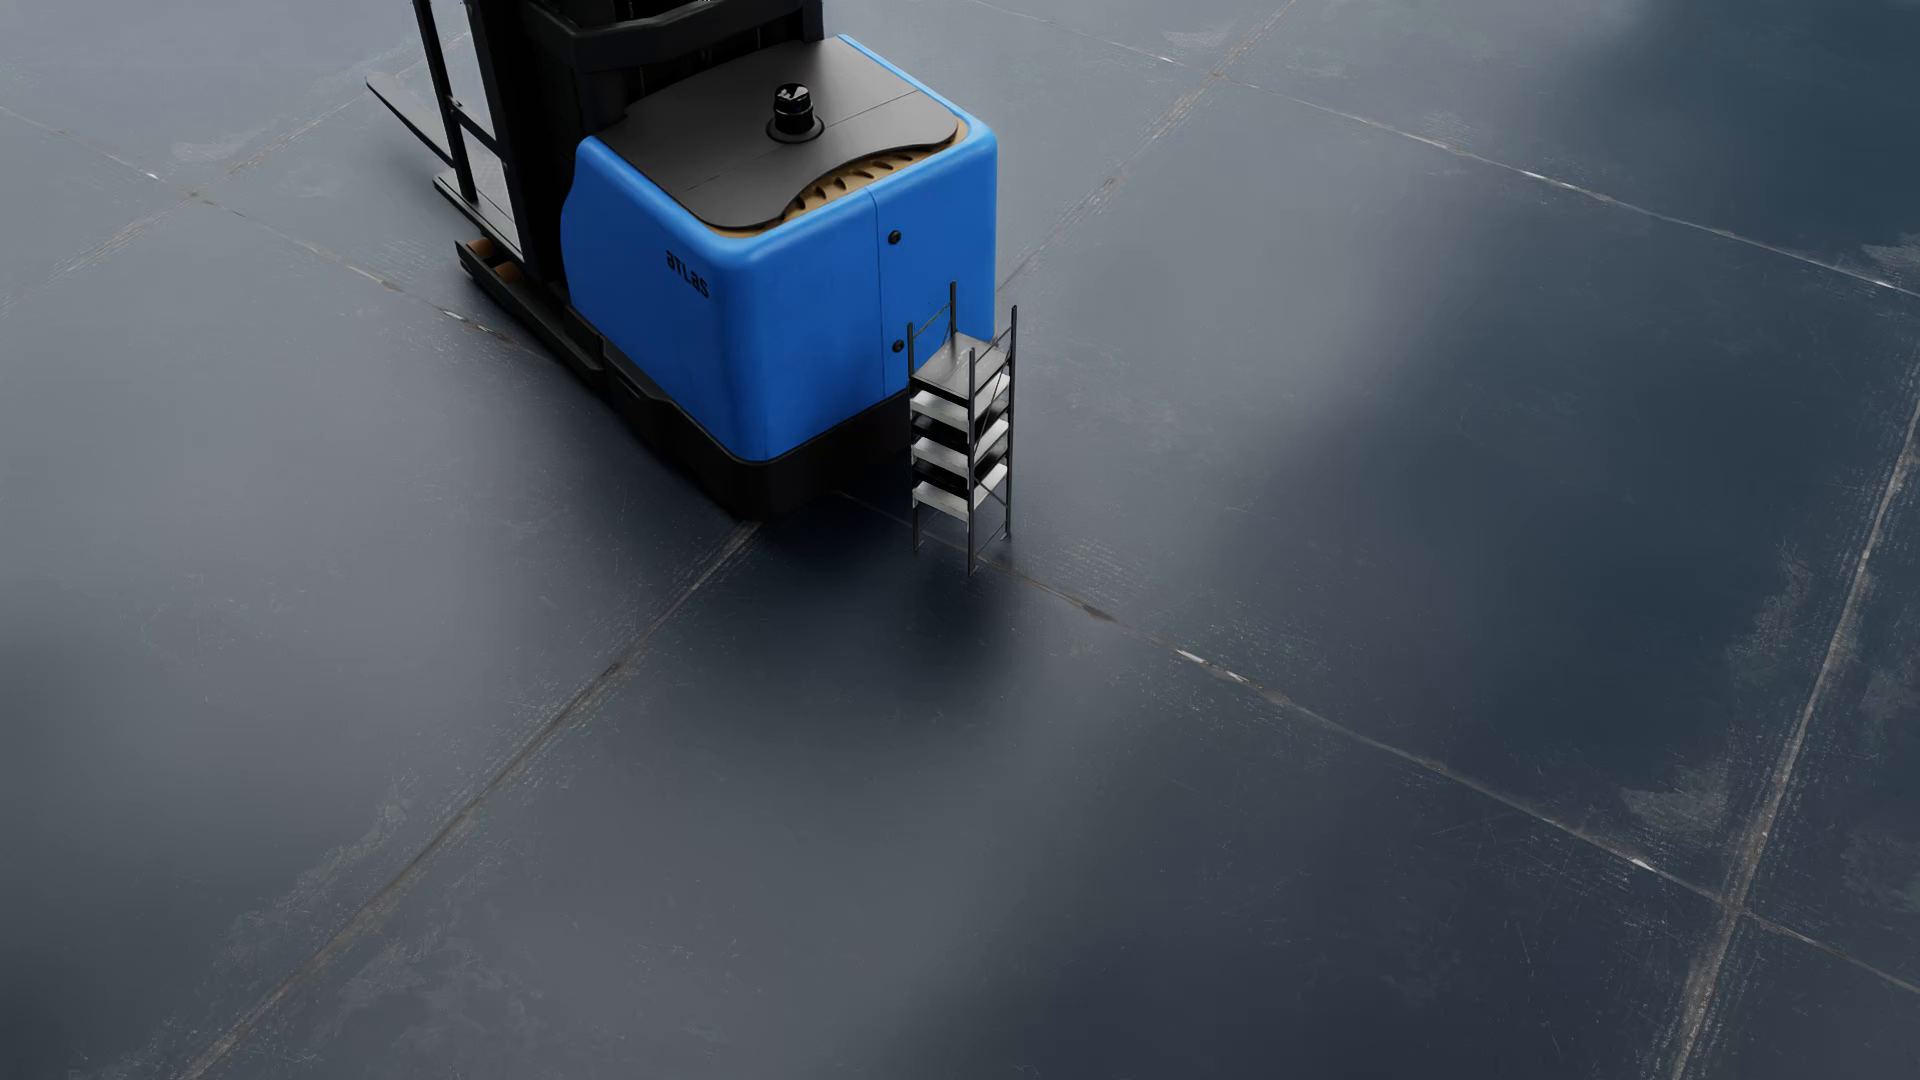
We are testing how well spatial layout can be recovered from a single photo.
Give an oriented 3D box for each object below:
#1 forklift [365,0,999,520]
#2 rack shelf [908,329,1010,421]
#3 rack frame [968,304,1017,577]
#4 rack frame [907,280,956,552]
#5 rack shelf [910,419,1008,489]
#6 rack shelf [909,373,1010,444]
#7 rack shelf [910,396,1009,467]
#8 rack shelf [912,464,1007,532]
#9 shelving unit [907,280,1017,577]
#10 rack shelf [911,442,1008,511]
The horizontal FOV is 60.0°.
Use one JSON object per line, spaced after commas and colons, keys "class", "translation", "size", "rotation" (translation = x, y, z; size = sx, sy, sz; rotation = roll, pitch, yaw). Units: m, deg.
{"class": "forklift", "translation": [-1.200, -2.075, 5.226], "size": [1.130, 2.935, 3.031], "rotation": [-31, 53, -27]}
{"class": "rack shelf", "translation": [0.007, -0.475, 4.758], "size": [0.200, 0.077, 0.258], "rotation": [25, 51, 22]}
{"class": "rack frame", "translation": [0.092, -0.271, 4.889], "size": [0.006, 0.900, 0.240], "rotation": [25, 51, 22]}
{"class": "rack frame", "translation": [-0.079, -0.350, 4.966], "size": [0.006, 0.900, 0.240], "rotation": [25, 51, 22]}
{"class": "rack shelf", "translation": [0.007, -0.287, 4.951], "size": [0.200, 0.077, 0.258], "rotation": [25, 51, 22]}
{"class": "rack shelf", "translation": [0.007, -0.413, 4.822], "size": [0.200, 0.077, 0.258], "rotation": [25, 51, 22]}
{"class": "rack shelf", "translation": [0.007, -0.350, 4.887], "size": [0.200, 0.077, 0.258], "rotation": [25, 51, 22]}
{"class": "rack shelf", "translation": [0.007, -0.162, 5.081], "size": [0.200, 0.077, 0.258], "rotation": [25, 51, 22]}
{"class": "shelving unit", "translation": [0.007, -0.310, 4.928], "size": [0.210, 0.900, 0.258], "rotation": [25, 51, 22]}
{"class": "rack shelf", "translation": [0.007, -0.225, 5.016], "size": [0.200, 0.077, 0.258], "rotation": [25, 51, 22]}
